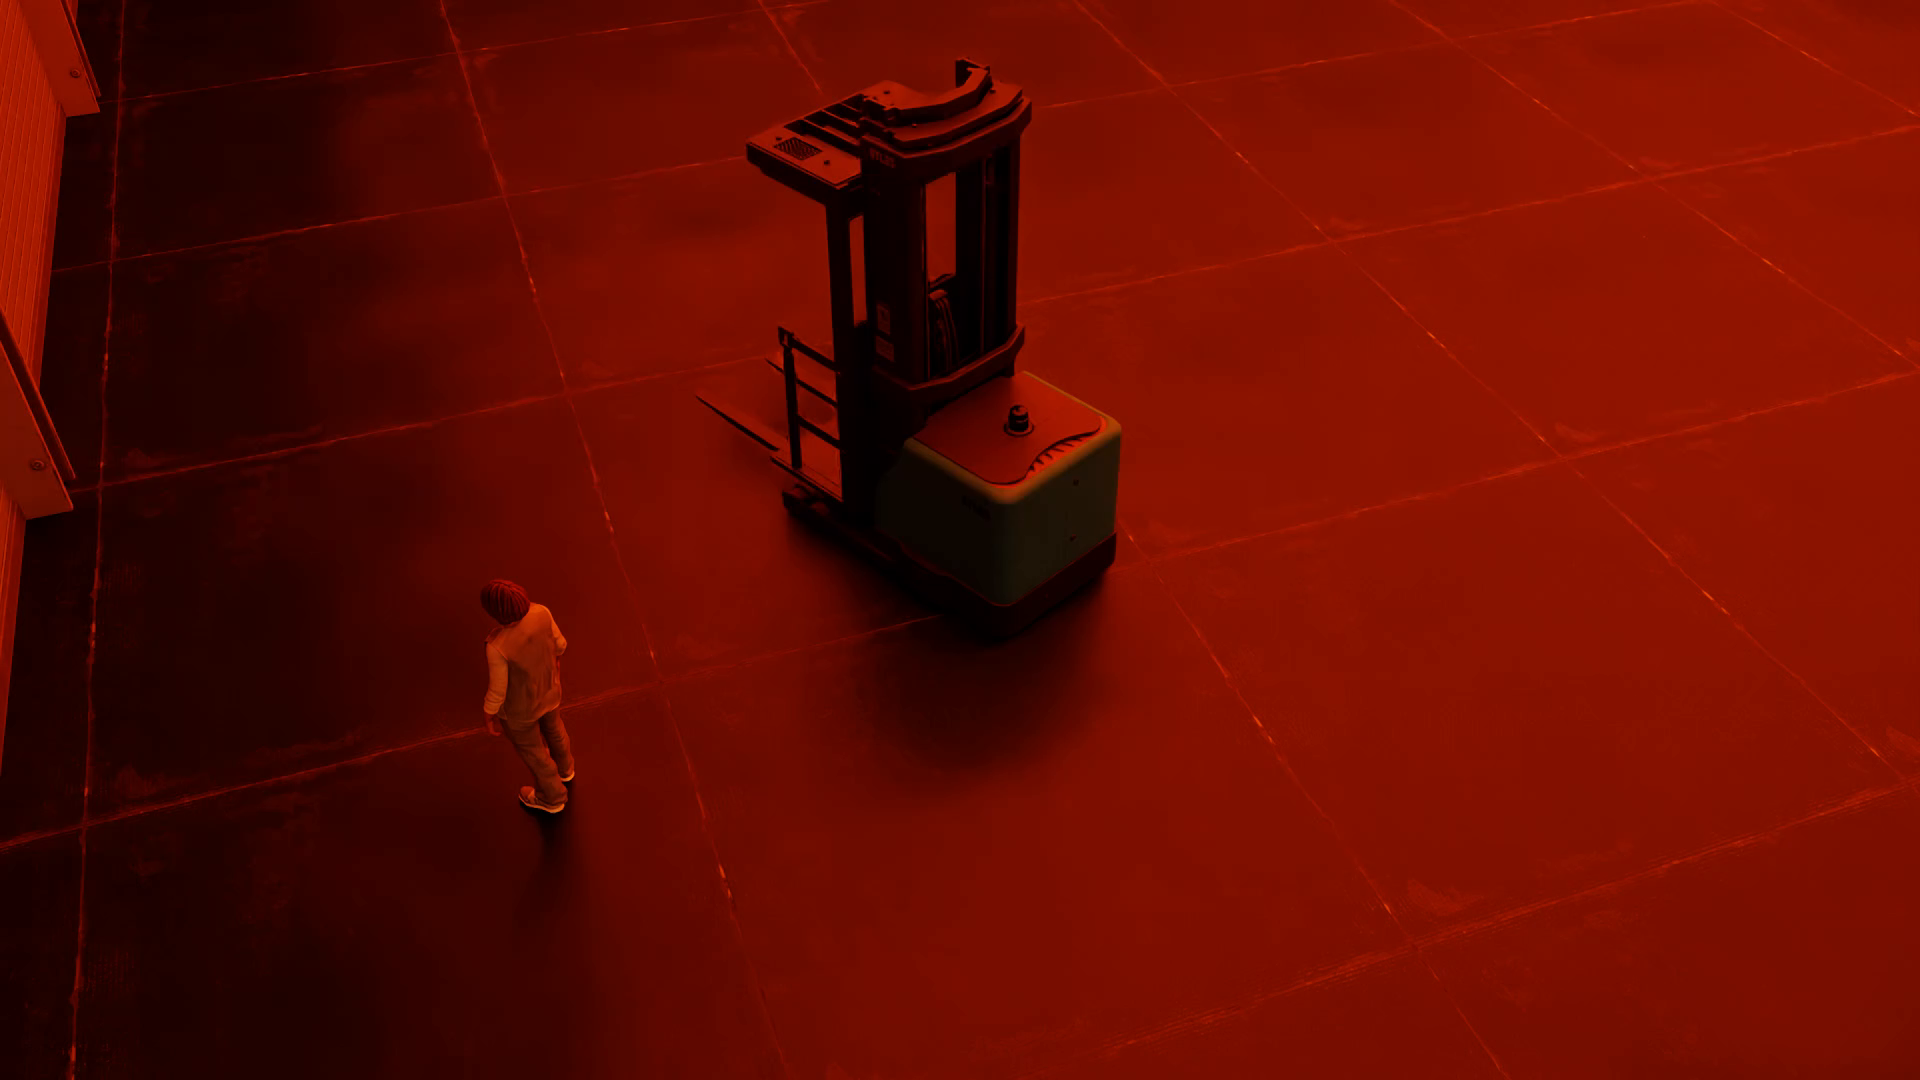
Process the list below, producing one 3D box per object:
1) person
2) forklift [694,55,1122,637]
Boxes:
[{"bbox_3d":[-2.160,0.741,8.140,0.476,1.597,0.519,24,46,26],"label":"person"},{"bbox_3d":[-0.469,-1.408,9.673,3.031,2.935,1.130,32,50,33],"label":"forklift"}]
